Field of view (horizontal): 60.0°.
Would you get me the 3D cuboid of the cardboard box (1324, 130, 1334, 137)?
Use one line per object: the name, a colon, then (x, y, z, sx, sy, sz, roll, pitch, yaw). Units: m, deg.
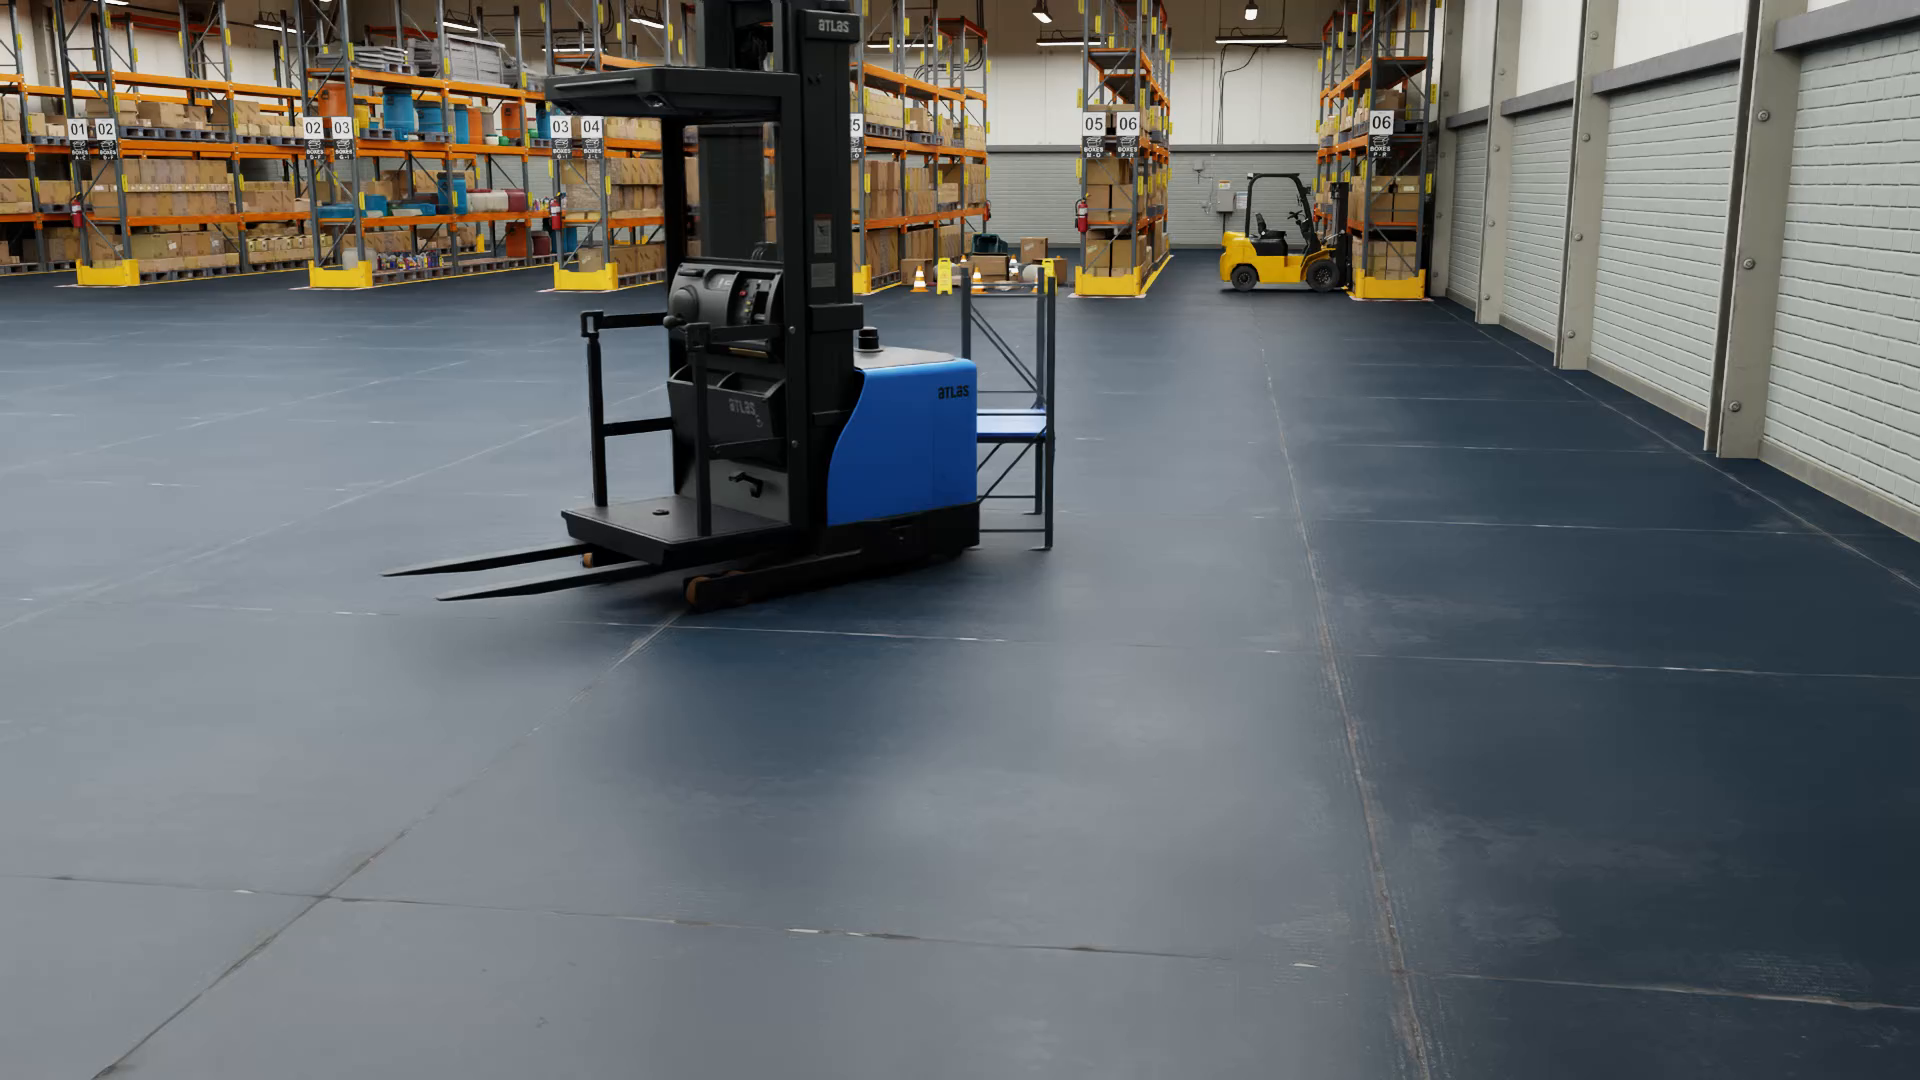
cardboard box: (8.909, -9.739, 39.806, 0.380, 0.149, 0.250, 2, 12, 9)

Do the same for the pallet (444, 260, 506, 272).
pallet: (-11.132, -6.276, 38.114, 1.003, 0.211, 1.213, 2, 12, 9)

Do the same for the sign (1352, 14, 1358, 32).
sign: (7.654, -10.021, 32.228, 0.100, 0.325, 0.005, 2, 12, 9)

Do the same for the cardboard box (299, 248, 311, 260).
cardboard box: (-15.674, -6.745, 39.203, 0.500, 0.250, 0.500, 2, 12, 10)

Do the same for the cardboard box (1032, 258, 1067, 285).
cardboard box: (1.777, -5.338, 33.072, 0.500, 0.500, 0.500, -10, 16, -40)

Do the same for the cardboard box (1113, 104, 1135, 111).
cardboard box: (2.928, -7.706, 29.715, 0.380, 0.149, 0.250, 2, 12, 8)

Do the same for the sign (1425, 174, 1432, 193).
sign: (8.124, -6.188, 28.844, 0.100, 0.325, 0.005, 2, 12, 9)

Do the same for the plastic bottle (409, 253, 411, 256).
plastic bottle: (-11.882, -6.049, 35.873, 0.097, 0.271, 0.097, 0, 12, 0)

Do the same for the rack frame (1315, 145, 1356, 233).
rack frame: (10.037, -9.076, 44.488, 1.000, 3.000, 0.127, 2, 12, 9)

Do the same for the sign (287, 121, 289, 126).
sign: (-16.214, -9.951, 40.199, 0.100, 0.325, 0.005, 2, 12, 9)

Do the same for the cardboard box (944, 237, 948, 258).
cardboard box: (-0.570, -6.937, 39.500, 0.500, 0.500, 0.500, 2, 12, 9)

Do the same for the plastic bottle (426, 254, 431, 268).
plastic bottle: (-11.227, -5.888, 35.099, 0.061, 0.283, 0.133, 3, 12, 12)

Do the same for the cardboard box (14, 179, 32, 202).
cardboard box: (-20.956, -7.735, 36.795, 0.500, 0.500, 0.500, 2, 12, 9)

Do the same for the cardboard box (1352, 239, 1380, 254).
cardboard box: (7.480, -5.413, 30.648, 0.500, 0.250, 0.500, 2, 12, 9)

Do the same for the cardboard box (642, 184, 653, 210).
cardboard box: (-6.725, -6.952, 33.686, 0.875, 0.500, 0.500, 2, 12, 9)

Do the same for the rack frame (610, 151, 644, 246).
rack frame: (-9.554, -9.718, 47.465, 1.000, 3.000, 0.127, 2, 12, 9)

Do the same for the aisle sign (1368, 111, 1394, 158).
aisle sign: (7.276, -7.012, 28.740, 0.394, 0.787, 0.004, 2, 12, 9)

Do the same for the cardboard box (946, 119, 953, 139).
cardboard box: (-0.557, -10.188, 41.293, 0.700, 0.500, 0.500, 2, 12, 9)

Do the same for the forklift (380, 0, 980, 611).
forklift: (-1.336, -1.217, 8.185, 3.031, 2.935, 1.130, -10, 16, -40)

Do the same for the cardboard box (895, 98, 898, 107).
cardboard box: (-1.439, -8.674, 32.970, 0.380, 0.149, 0.250, 2, 12, 9)

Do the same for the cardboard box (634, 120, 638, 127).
cardboard box: (-6.596, -8.242, 32.909, 0.380, 0.149, 0.250, 1, 12, 7)

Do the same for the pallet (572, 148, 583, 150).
pallet: (-10.193, -10.093, 42.533, 1.213, 0.211, 1.003, 2, 12, 9)

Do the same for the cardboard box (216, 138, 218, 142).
cardboard box: (-20.085, -11.003, 45.432, 0.500, 0.250, 0.500, 2, 12, 9)

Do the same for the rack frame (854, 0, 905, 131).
rack frame: (-1.620, -9.810, 33.654, 1.000, 3.000, 0.127, 2, 12, 9)

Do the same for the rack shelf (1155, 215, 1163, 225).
rack shelf: (4.209, -7.635, 39.511, 1.077, 0.370, 4.000, 2, 12, 9)

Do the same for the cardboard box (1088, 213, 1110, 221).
cardboard box: (2.518, -5.867, 30.196, 0.380, 0.149, 0.250, 2, 12, 11)

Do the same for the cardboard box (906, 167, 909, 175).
cardboard box: (-1.472, -7.626, 35.148, 0.700, 0.500, 0.500, 2, 12, 8)

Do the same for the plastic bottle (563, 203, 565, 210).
plastic bottle: (-10.056, -8.461, 42.107, 0.097, 0.201, 0.097, 0, 12, 0)

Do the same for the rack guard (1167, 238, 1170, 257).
rack guard: (5.136, -8.019, 45.517, 1.175, 0.500, 0.348, 2, 12, 9)

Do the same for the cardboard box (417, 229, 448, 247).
cardboard box: (-14.779, -8.432, 46.382, 0.797, 0.503, 0.637, 2, 12, 9)

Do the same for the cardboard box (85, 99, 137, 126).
cardboard box: (-16.816, -8.458, 32.927, 0.797, 0.503, 0.637, 3, 12, 13)

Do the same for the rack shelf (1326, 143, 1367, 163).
rack shelf: (9.115, -8.942, 38.452, 1.077, 0.370, 4.000, 2, 12, 9)

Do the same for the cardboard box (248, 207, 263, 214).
cardboard box: (-15.955, -7.436, 37.474, 0.380, 0.149, 0.250, 2, 12, 9)

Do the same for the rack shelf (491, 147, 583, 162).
rack shelf: (-10.477, -9.583, 41.429, 1.077, 0.370, 4.000, 2, 12, 9)

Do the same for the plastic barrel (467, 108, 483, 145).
plastic barrel: (-11.226, -9.429, 37.984, 0.600, 0.830, 0.708, 2, 12, 9)

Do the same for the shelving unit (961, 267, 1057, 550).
shelving unit: (0.260, -0.791, 9.604, 0.538, 1.500, 1.048, 0, 12, 0)

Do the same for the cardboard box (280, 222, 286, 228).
cardboard box: (-19.646, -9.065, 47.834, 0.380, 0.149, 0.250, 2, 12, 9)

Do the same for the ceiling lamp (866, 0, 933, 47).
ceiling lamp: (-1.742, -15.820, 47.685, 2.000, 3.185, 0.800, 2, 12, 9)

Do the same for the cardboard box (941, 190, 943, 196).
cardboard box: (-0.616, -8.197, 39.302, 0.380, 0.149, 0.250, 2, 12, 9)

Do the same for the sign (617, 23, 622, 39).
sign: (-7.055, -10.543, 34.460, 0.100, 0.325, 0.005, 2, 12, 9)

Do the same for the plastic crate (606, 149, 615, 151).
plastic crate: (-9.627, -10.617, 45.144, 0.437, 0.136, 0.530, 2, 12, 9)

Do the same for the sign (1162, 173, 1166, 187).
sign: (5.055, -8.915, 41.181, 0.100, 0.325, 0.005, 2, 12, 9)

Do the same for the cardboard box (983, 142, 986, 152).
cardboard box: (0.417, -10.665, 45.098, 0.500, 0.250, 0.500, 2, 12, 7)

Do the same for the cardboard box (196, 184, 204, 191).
cardboard box: (-16.282, -7.472, 35.266, 0.380, 0.149, 0.250, 2, 12, 8)

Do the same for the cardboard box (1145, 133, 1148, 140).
cardboard box: (3.540, -8.006, 32.999, 0.380, 0.149, 0.250, 2, 12, 9)

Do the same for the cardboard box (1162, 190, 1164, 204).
cardboard box: (4.848, -8.542, 41.770, 0.500, 0.500, 0.500, 2, 12, 11)

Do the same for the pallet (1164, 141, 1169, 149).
pallet: (5.028, -10.504, 44.206, 1.003, 0.211, 1.213, 2, 12, 9)

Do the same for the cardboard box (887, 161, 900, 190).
cardboard box: (-1.680, -7.285, 33.257, 0.875, 0.550, 0.550, 2, 12, 9)

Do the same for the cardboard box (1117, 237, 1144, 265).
cardboard box: (3.233, -5.510, 31.692, 0.500, 0.500, 0.500, 2, 12, 10)

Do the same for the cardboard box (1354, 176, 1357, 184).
cardboard box: (7.727, -6.872, 31.776, 0.380, 0.149, 0.250, 2, 12, 10)

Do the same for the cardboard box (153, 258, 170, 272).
cardboard box: (-16.533, -5.618, 33.972, 0.500, 0.250, 0.500, 2, 12, 9)
